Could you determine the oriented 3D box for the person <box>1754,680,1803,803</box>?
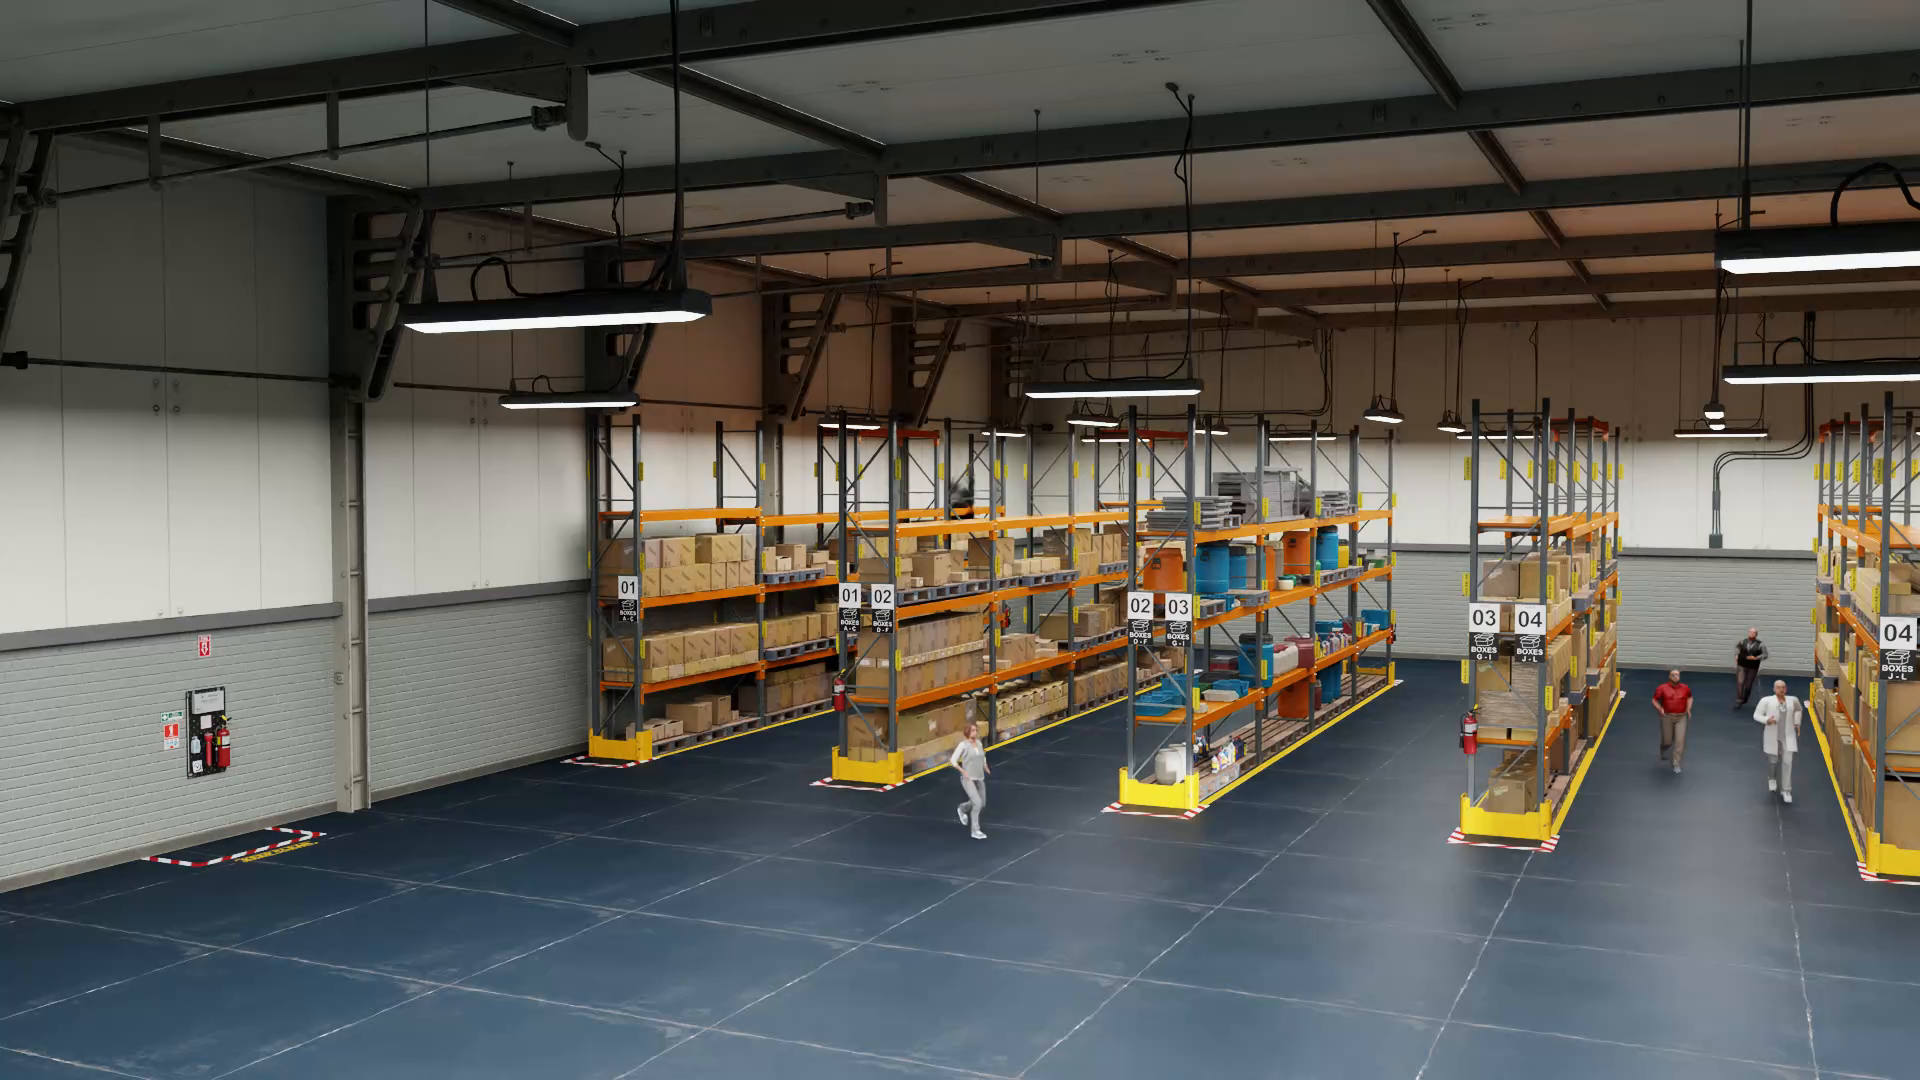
[{"bbox_3d":[12.542,3.039,25.479,0.711,1.791,1.057,1,2,19],"label":"person"}]

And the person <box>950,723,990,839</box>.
[{"bbox_3d":[0.133,3.283,22.802,0.542,1.553,0.672,-2,3,-38],"label":"person"}]

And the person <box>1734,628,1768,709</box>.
[{"bbox_3d":[16.733,2.710,35.206,0.685,1.690,0.907,2,3,35],"label":"person"}]

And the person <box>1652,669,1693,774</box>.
[{"bbox_3d":[11.957,3.018,27.875,0.664,1.708,0.864,1,2,13],"label":"person"}]
